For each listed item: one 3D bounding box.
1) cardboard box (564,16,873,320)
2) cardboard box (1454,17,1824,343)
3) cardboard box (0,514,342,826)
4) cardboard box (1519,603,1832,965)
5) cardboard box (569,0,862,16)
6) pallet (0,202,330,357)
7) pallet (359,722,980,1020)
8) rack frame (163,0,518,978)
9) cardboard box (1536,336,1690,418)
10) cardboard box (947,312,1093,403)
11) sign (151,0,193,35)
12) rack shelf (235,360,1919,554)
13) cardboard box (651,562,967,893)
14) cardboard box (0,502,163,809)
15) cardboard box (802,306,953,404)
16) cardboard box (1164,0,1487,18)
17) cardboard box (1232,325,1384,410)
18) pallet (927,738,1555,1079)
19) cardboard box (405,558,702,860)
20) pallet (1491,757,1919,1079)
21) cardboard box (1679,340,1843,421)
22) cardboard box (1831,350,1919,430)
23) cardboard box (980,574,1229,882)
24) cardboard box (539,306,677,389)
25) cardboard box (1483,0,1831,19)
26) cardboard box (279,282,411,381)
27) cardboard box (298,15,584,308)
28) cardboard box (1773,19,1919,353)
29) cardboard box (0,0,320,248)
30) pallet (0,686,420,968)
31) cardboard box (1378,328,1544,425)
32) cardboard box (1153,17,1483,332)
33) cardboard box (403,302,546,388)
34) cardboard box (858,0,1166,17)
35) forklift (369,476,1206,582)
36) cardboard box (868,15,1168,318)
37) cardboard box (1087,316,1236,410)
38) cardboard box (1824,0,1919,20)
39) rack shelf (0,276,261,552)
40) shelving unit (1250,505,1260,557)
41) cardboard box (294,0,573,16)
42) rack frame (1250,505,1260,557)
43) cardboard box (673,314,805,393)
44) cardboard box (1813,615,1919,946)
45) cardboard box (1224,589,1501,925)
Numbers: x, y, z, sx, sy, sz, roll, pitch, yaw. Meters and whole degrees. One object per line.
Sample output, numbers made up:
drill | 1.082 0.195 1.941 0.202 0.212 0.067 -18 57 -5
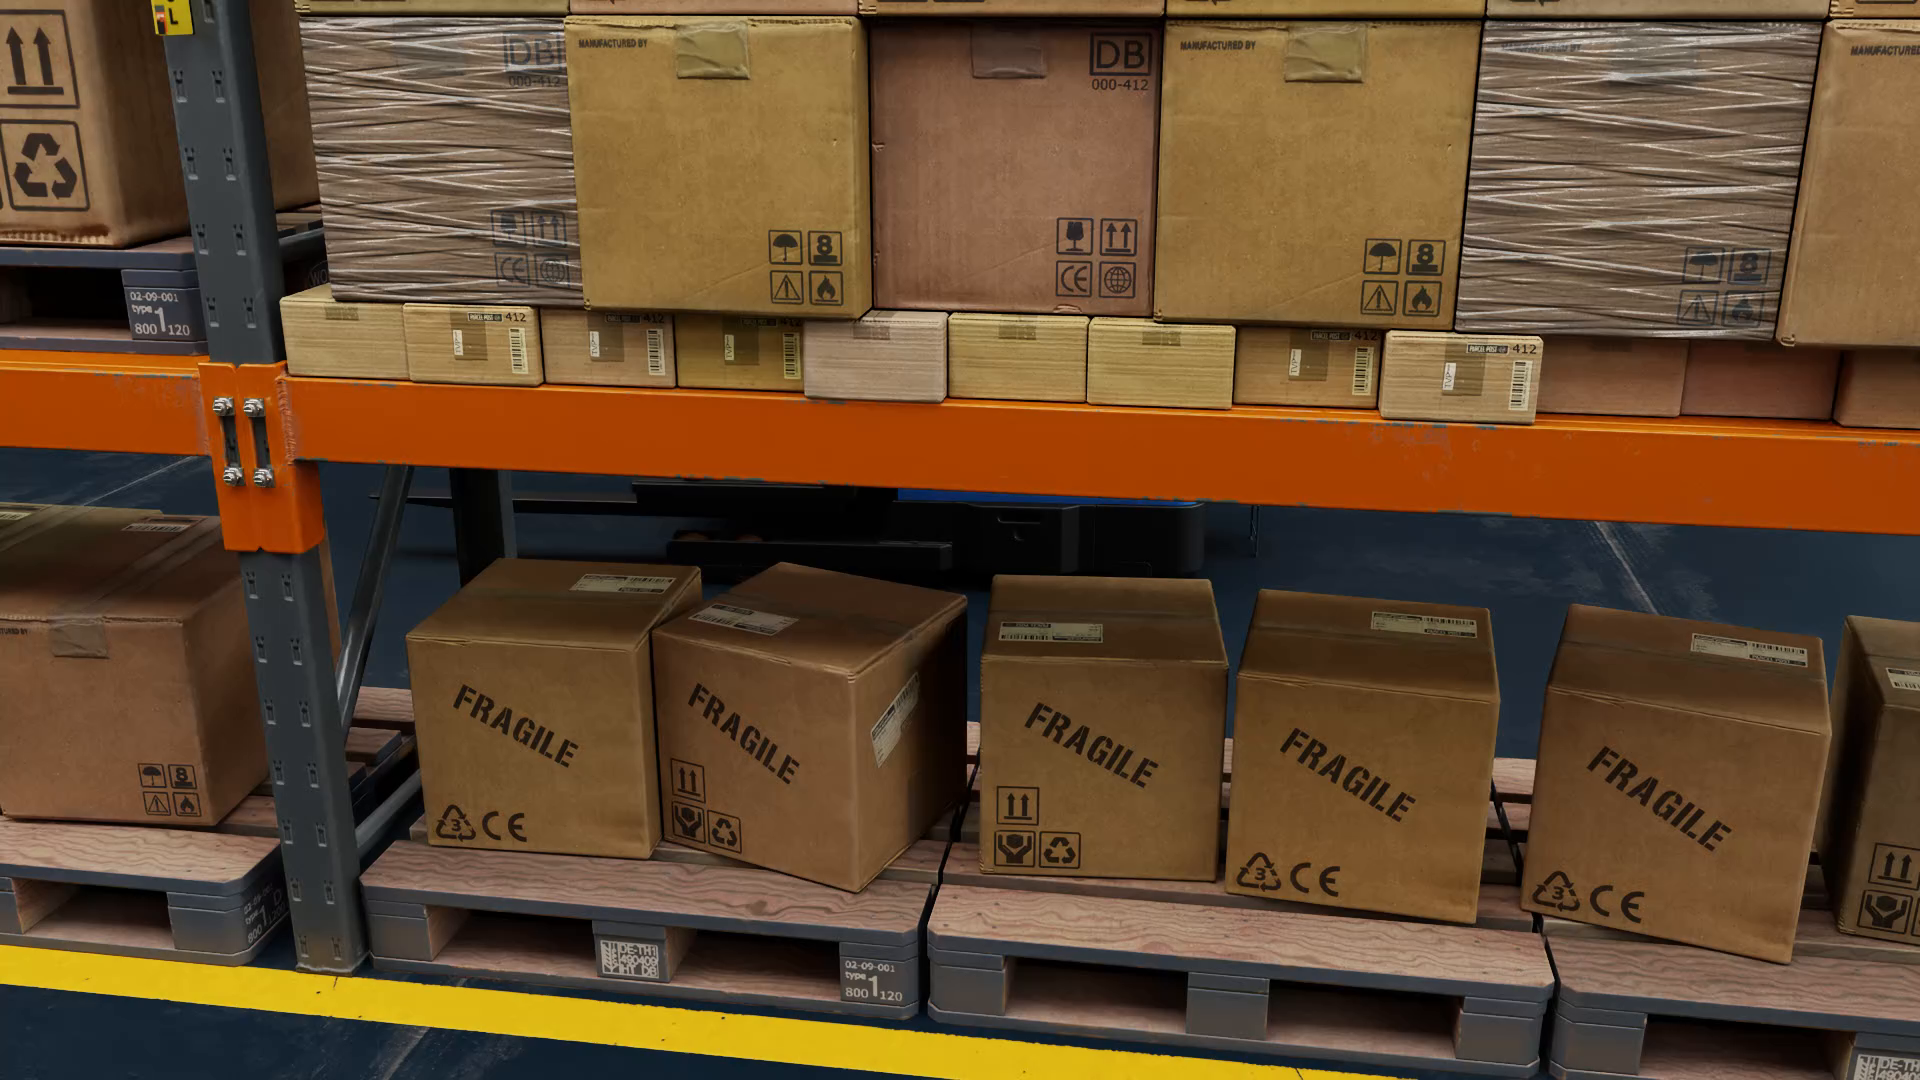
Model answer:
cardboard box | -0.351 -0.764 3.231 0.500 0.500 0.875 3 19 9
cardboard box | 1.138 -0.703 3.050 0.500 0.500 0.875 3 19 9
cardboard box | -1.876 0.286 3.968 0.500 0.500 0.700 1 19 4
cardboard box | 1.467 0.478 3.424 0.500 0.500 0.500 8 20 23
cardboard box | -0.375 -1.189 2.927 0.500 0.500 0.500 3 19 9
pallet | -2.005 -0.646 3.810 1.213 0.211 1.003 3 19 9
pallet | -0.604 0.692 3.903 1.213 0.211 1.003 3 19 9
rack frame | -1.273 -0.653 3.528 0.127 3.000 1.000 3 19 9
cardboard box | 1.125 -0.340 2.989 0.250 0.149 0.380 3 19 9
cardboard box | 0.130 -0.374 3.089 0.250 0.149 0.380 3 19 9
sign | -1.358 -1.028 2.824 0.005 0.325 0.100 3 19 9
rack shelf | 0.702 -0.211 3.342 4.000 0.370 1.077 3 19 9
cardboard box | -0.318 0.392 3.682 0.500 0.500 0.500 9 21 26
cardboard box | -2.344 0.256 4.057 0.500 0.500 0.700 3 19 8
cardboard box | -0.124 -0.373 3.088 0.250 0.149 0.380 3 19 9
cardboard box | 0.614 -1.142 2.786 0.500 0.500 0.500 3 19 9
cardboard box | 0.629 -0.359 3.046 0.250 0.149 0.380 3 19 9
pallet | 0.604 0.752 3.722 1.213 0.211 1.003 3 19 9
cardboard box | -0.884 0.366 3.761 0.500 0.500 0.500 2 19 7
pallet | 1.805 0.815 3.536 1.213 0.211 1.003 3 19 9
cardboard box | 1.376 -0.335 2.972 0.250 0.149 0.380 3 19 9
cardboard box | 1.616 -0.309 2.896 0.250 0.149 0.380 3 19 9
cardboard box | 0.308 0.399 3.662 0.500 0.500 0.500 1 19 4
cardboard box | -0.613 -0.409 3.193 0.250 0.149 0.380 3 19 9
cardboard box | 1.106 -1.114 2.704 0.500 0.500 0.500 3 19 9
cardboard box | -1.109 -0.429 3.254 0.250 0.149 0.380 3 19 9
cardboard box | -0.839 -0.800 3.340 0.500 0.500 0.875 3 19 9
cardboard box | 1.625 -0.664 2.935 0.500 0.500 0.875 3 19 9
cardboard box | -2.035 -1.221 3.617 1.000 1.000 1.000 3 19 9
pallet | -2.042 0.630 4.086 1.213 0.211 1.003 3 19 9
cardboard box | 0.864 -0.325 2.943 0.250 0.149 0.380 3 19 9
cardboard box | 0.646 -0.732 3.137 0.500 0.500 0.875 3 19 9
cardboard box | -0.864 -0.412 3.204 0.250 0.149 0.380 3 19 9
cardboard box | 0.118 -1.164 2.851 0.500 0.500 0.500 3 19 9
forklift | -0.627 -1.406 5.885 3.031 2.935 1.130 1 19 4
cardboard box | 0.159 -0.770 3.251 0.500 0.500 0.875 3 19 9
cardboard box | 0.375 -0.358 3.041 0.250 0.149 0.380 3 19 9
cardboard box | 1.599 -1.088 2.626 0.500 0.500 0.500 3 19 9
rack shelf | -3.248 -0.413 3.943 4.000 0.370 1.077 3 19 9
shelving unit | 0.997 -0.404 6.092 0.210 0.900 0.258 1 19 4
cardboard box | -0.869 -1.214 3.001 0.500 0.500 0.500 3 19 9
rack frame | 1.099 -0.401 6.084 0.006 0.900 0.240 1 19 4
cardboard box | -0.364 -0.399 3.164 0.250 0.149 0.380 3 19 9
cardboard box | 2.062 0.498 3.366 0.500 0.500 0.500 7 20 19
cardboard box | 0.852 0.441 3.536 0.500 0.500 0.500 5 19 14
